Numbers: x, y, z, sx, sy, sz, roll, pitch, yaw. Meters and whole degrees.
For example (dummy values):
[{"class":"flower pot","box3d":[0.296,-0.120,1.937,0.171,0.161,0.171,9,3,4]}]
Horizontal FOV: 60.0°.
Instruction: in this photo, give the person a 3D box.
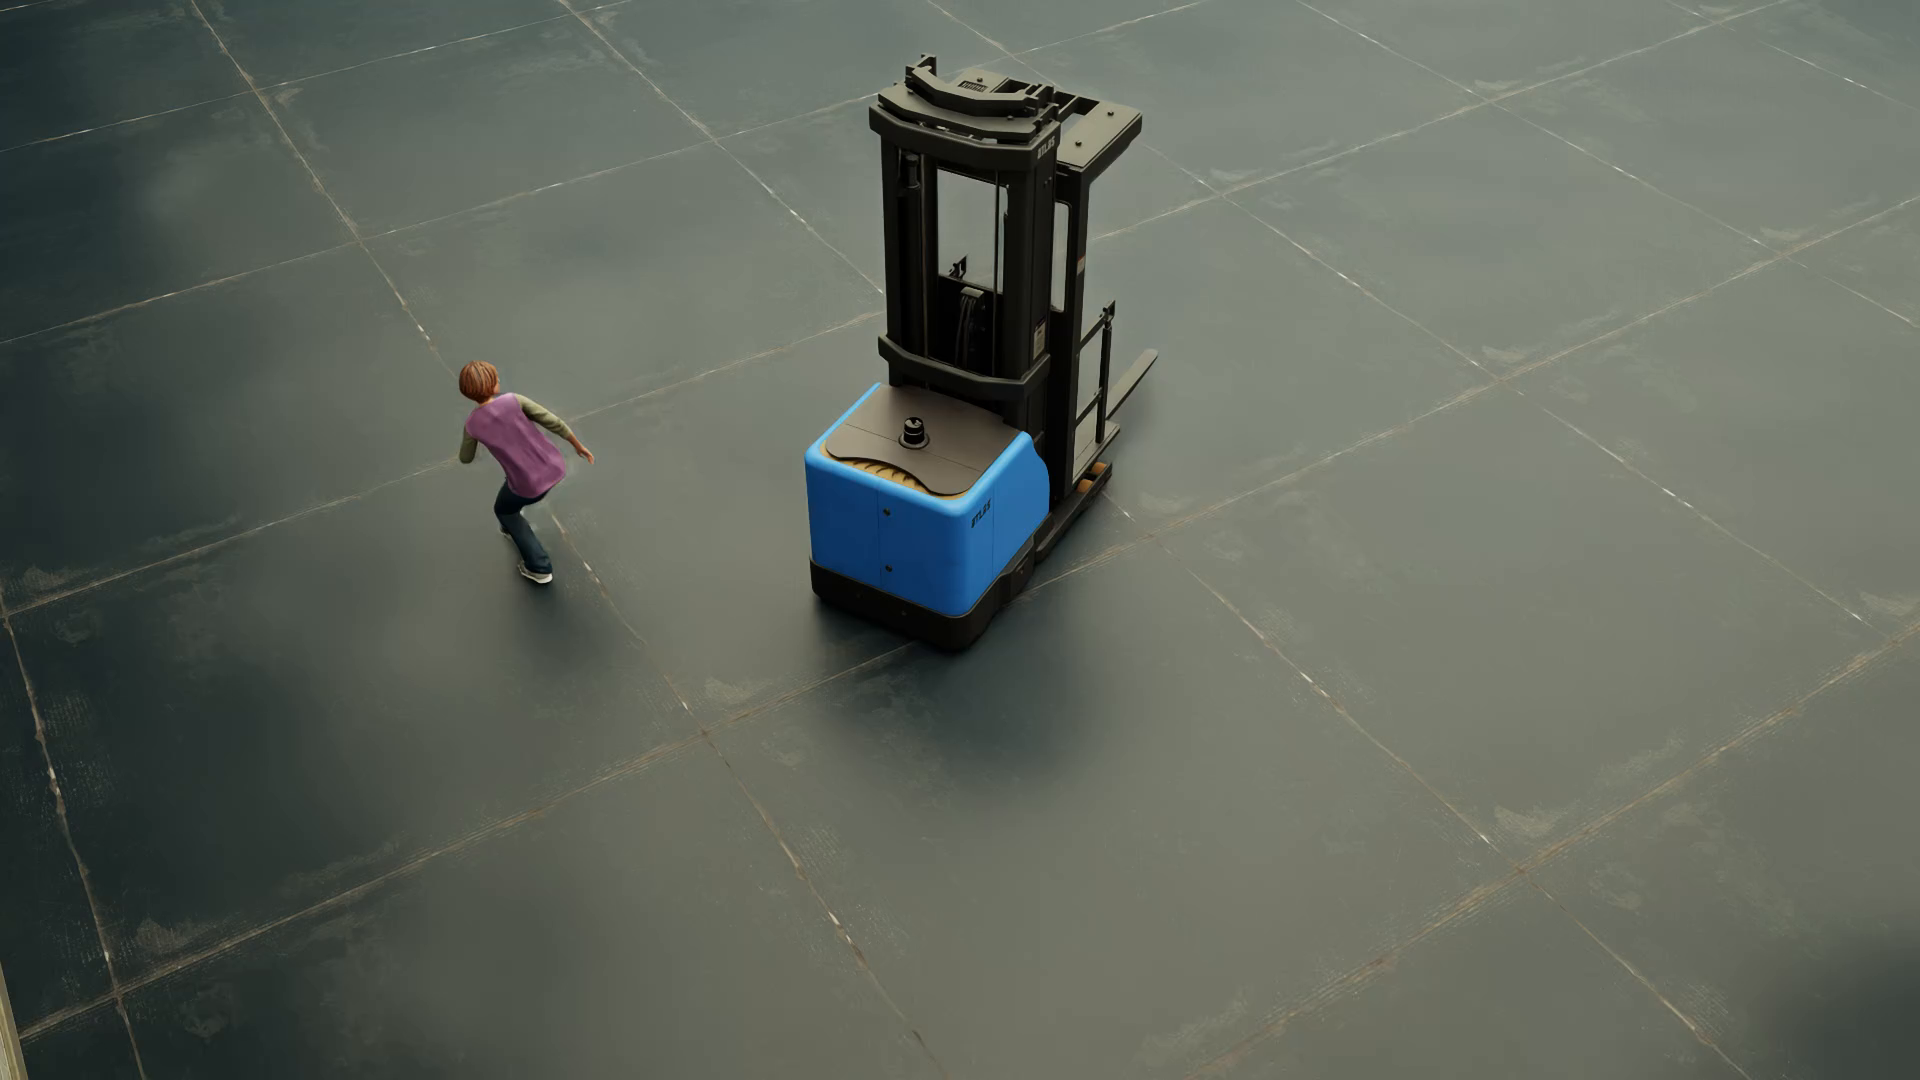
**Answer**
[{"class":"person","box3d":[-2.543,-0.469,9.577,0.636,1.423,0.688,-31,50,-30]}]

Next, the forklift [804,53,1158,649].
[{"class":"forklift","box3d":[0.301,-1.453,9.534,1.130,2.935,3.031,20,45,22]}]
